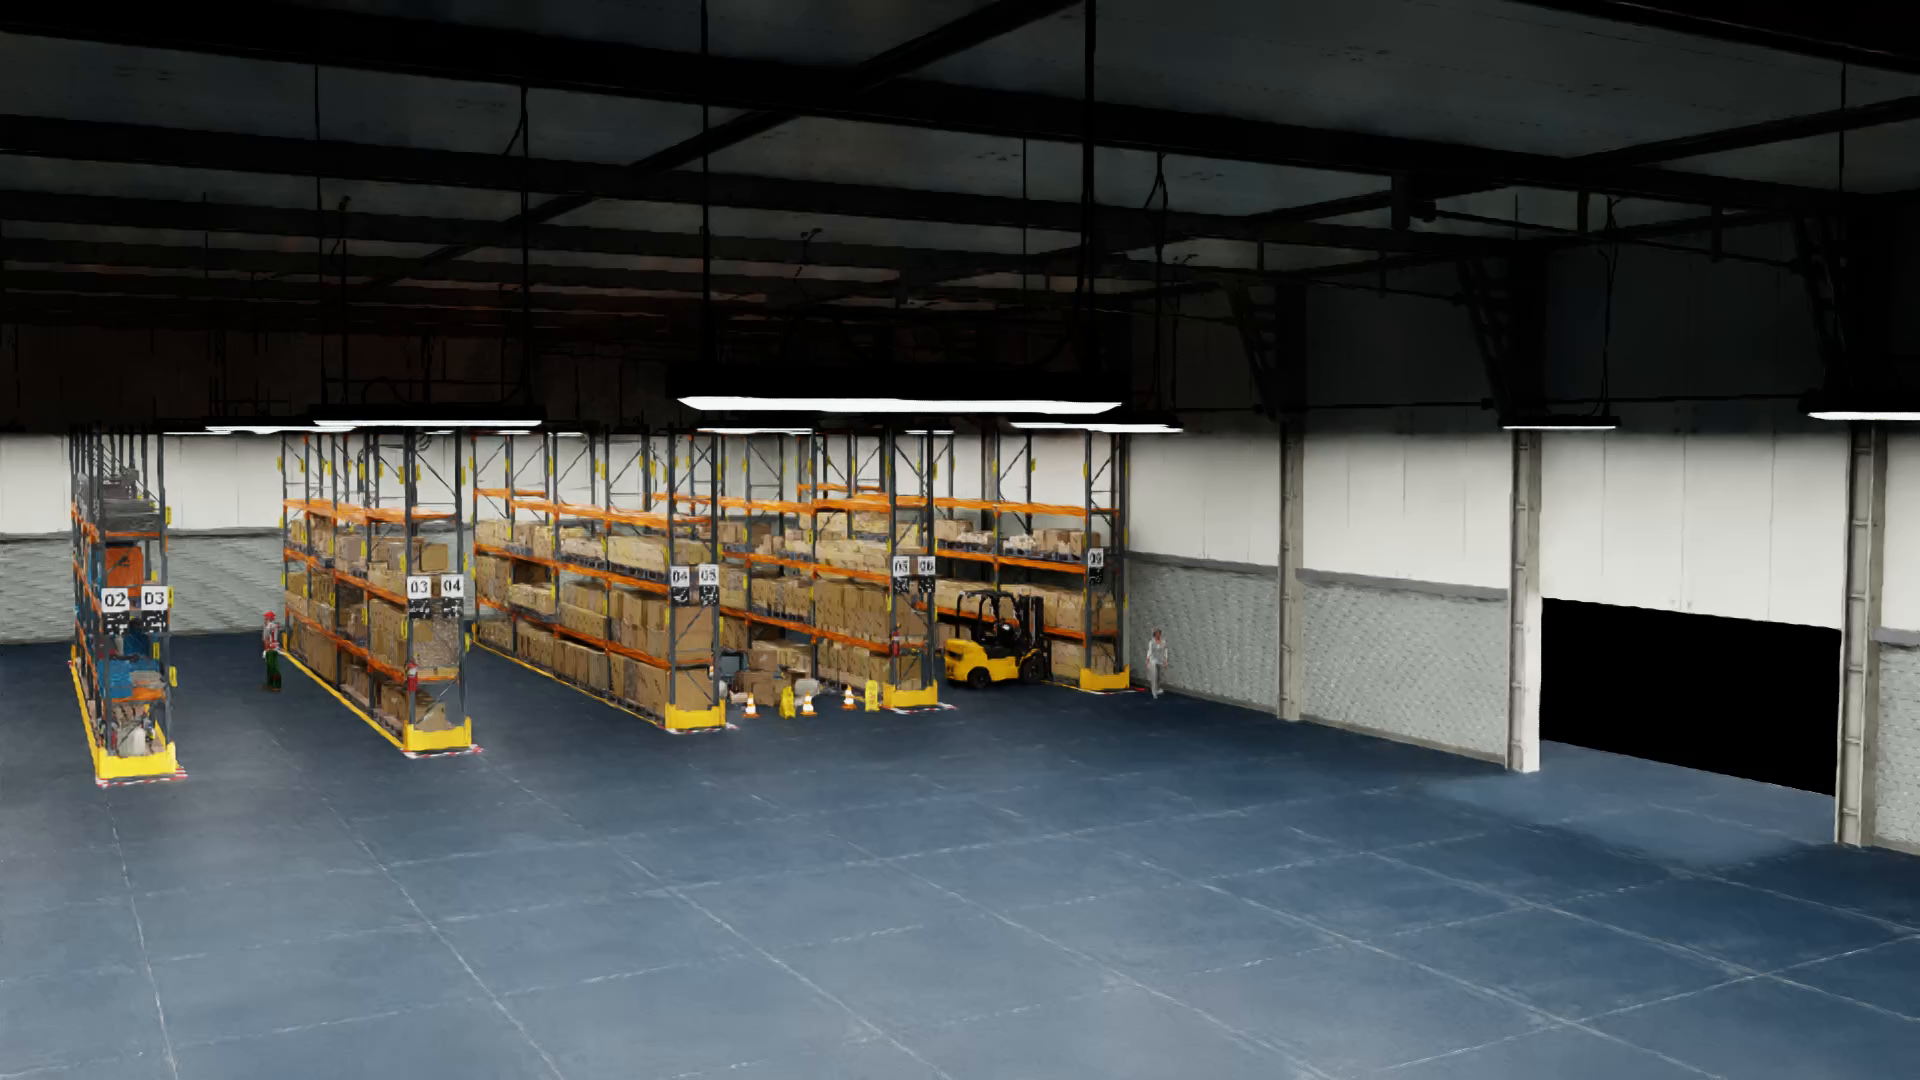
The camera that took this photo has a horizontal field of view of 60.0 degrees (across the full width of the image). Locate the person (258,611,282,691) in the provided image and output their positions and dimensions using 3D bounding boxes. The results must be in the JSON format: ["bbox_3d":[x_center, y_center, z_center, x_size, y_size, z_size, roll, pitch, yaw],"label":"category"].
[{"bbox_3d":[-15.616,2.494,37.592,0.583,1.786,0.658,0,4,-7],"label":"person"}]

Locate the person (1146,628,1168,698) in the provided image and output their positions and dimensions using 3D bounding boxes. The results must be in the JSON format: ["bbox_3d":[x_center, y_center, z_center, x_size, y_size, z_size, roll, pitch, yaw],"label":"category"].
[{"bbox_3d":[4.347,2.682,36.673,0.461,1.531,0.863,0,4,-7],"label":"person"}]
